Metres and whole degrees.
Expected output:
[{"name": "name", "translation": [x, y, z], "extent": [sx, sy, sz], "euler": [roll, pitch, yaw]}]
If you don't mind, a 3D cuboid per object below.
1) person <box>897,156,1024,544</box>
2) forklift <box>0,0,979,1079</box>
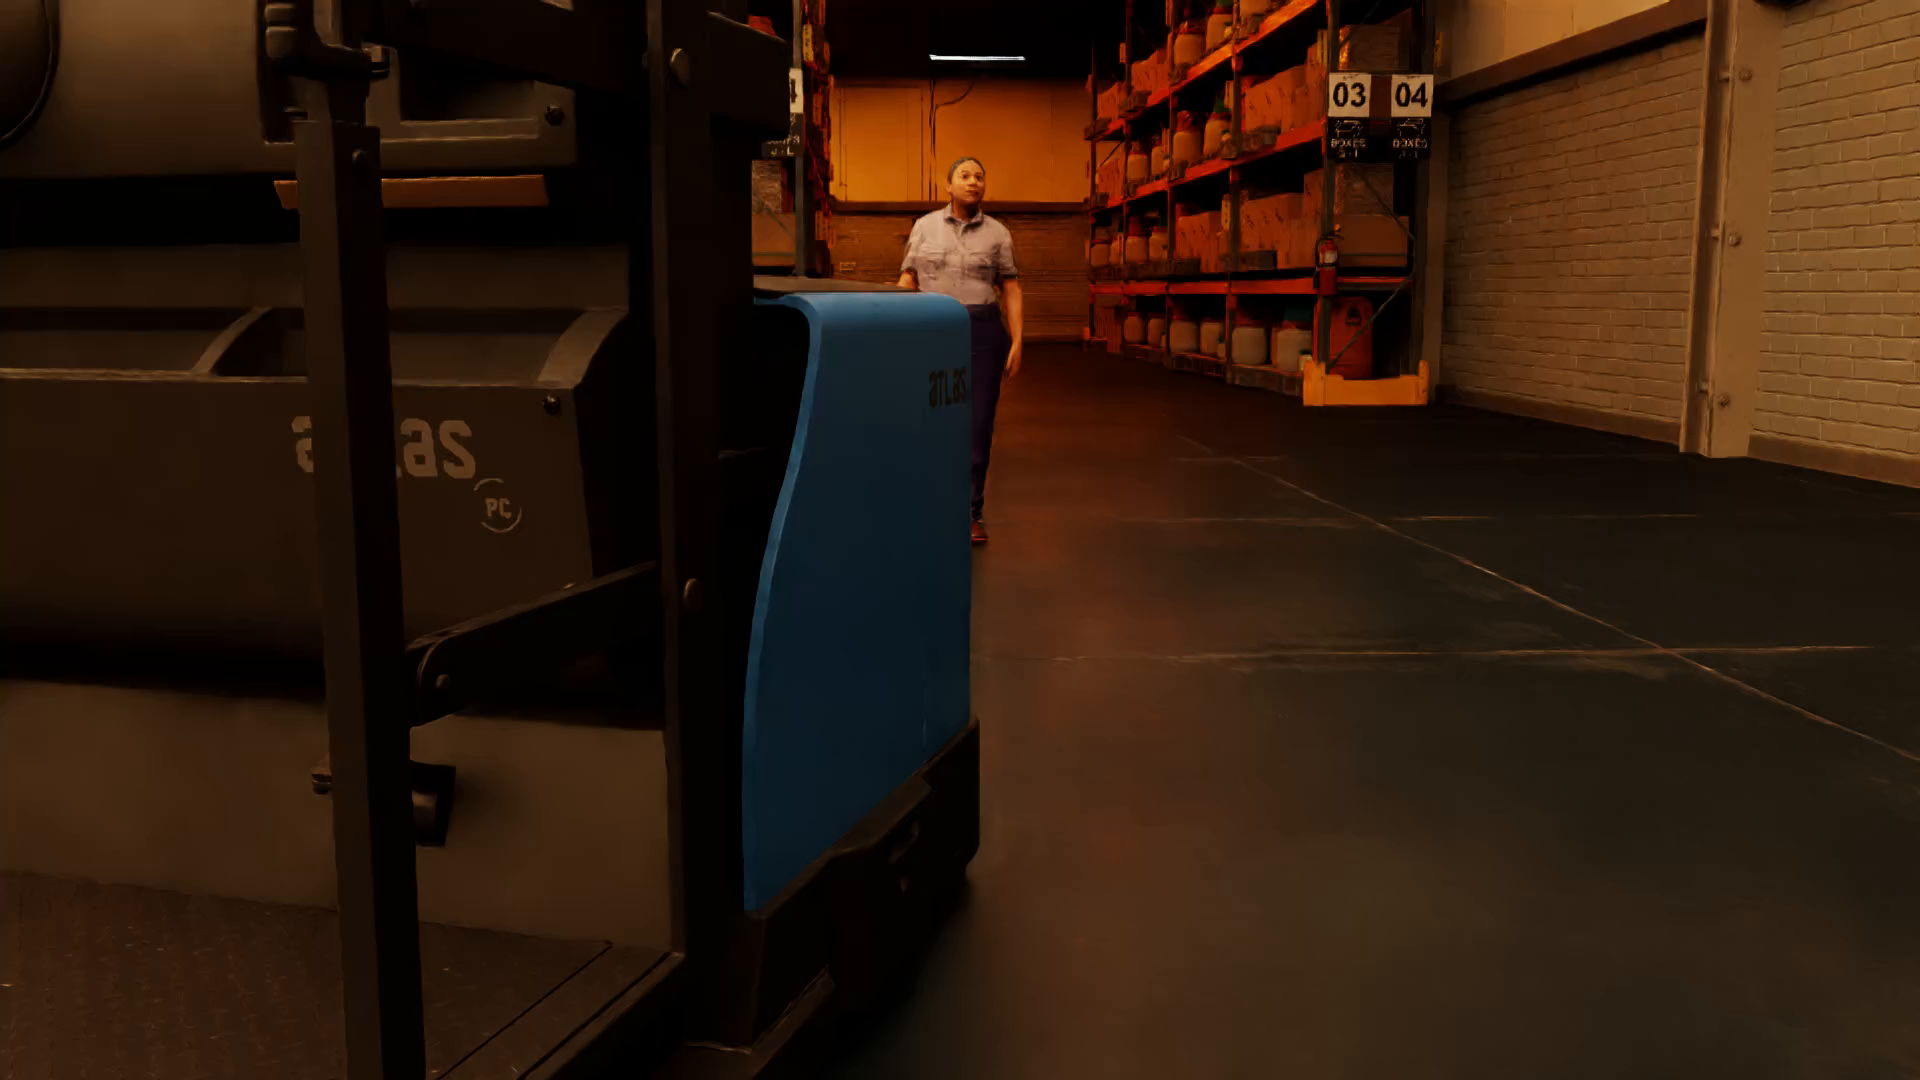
[{"name": "person", "translation": [-0.017, -0.808, 7.098], "extent": [0.599, 1.650, 0.502], "euler": [-1, 8, -4]}, {"name": "forklift", "translation": [-0.873, -0.636, 1.612], "extent": [1.130, 2.935, 3.031], "euler": [2, 9, 16]}]
